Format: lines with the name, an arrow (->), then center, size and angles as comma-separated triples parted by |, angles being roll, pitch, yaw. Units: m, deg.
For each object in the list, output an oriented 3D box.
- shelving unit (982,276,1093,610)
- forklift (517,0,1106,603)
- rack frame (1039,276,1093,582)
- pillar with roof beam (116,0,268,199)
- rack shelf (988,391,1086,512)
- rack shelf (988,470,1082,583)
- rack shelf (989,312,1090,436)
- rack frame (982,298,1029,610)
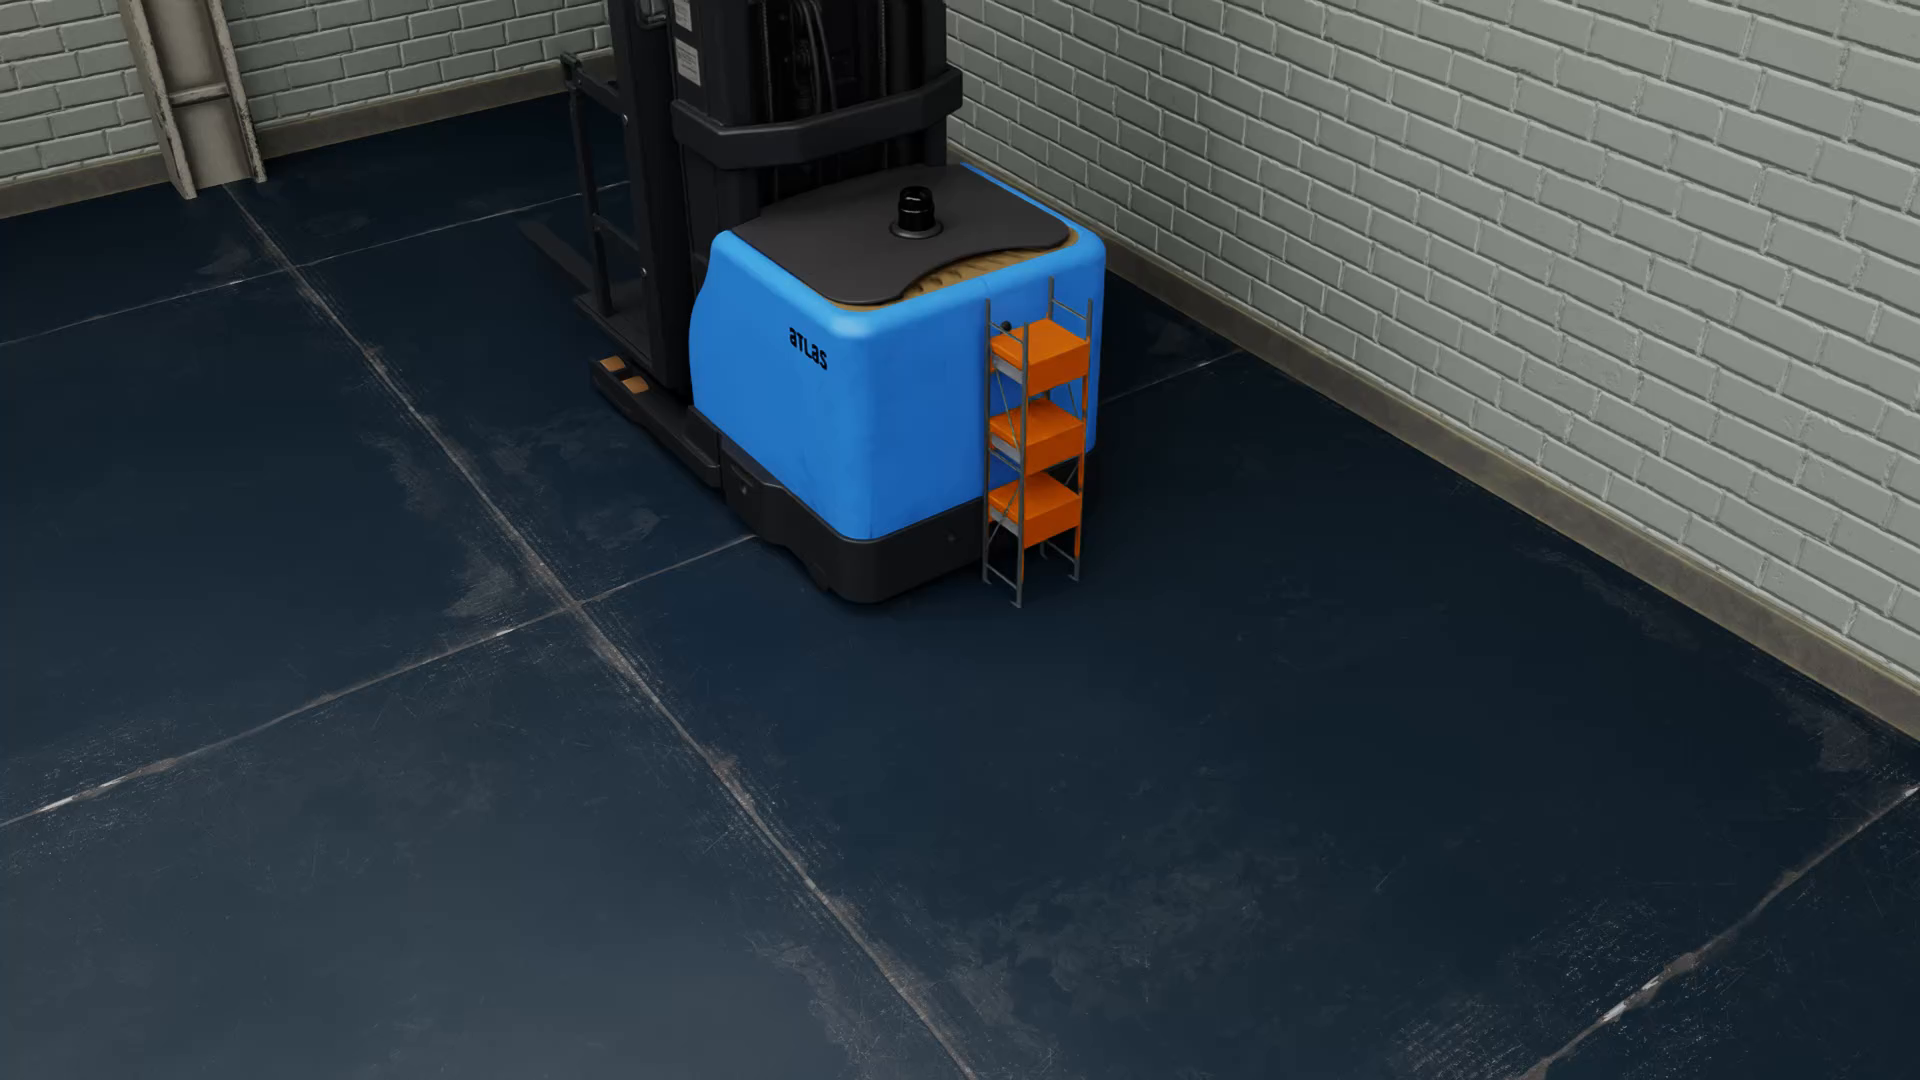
shelving unit -> 0.236, -0.290, 5.254 | 0.252, 1.050, 0.215 | -23, 42, -29
forklift -> -0.789, -1.799, 5.741 | 1.130, 2.935, 3.031 | -23, 42, -28
rack frame -> 0.334, -0.332, 5.313 | 0.008, 1.050, 0.200 | -23, 42, -29
pillar with roof beam -> -1.190, -3.384, 2.748 | 0.400, 9.000, 9.100 | -22, 41, -28
rack shelf -> 0.236, -0.281, 5.260 | 0.240, 0.259, 0.215 | -23, 42, -29
rack shelf -> 0.236, -0.056, 5.422 | 0.240, 0.259, 0.215 | -23, 42, -29
rack shelf -> 0.236, -0.512, 5.094 | 0.240, 0.259, 0.215 | -23, 42, -29
rack frame -> 0.138, -0.247, 5.195 | 0.008, 1.050, 0.200 | -23, 42, -29
